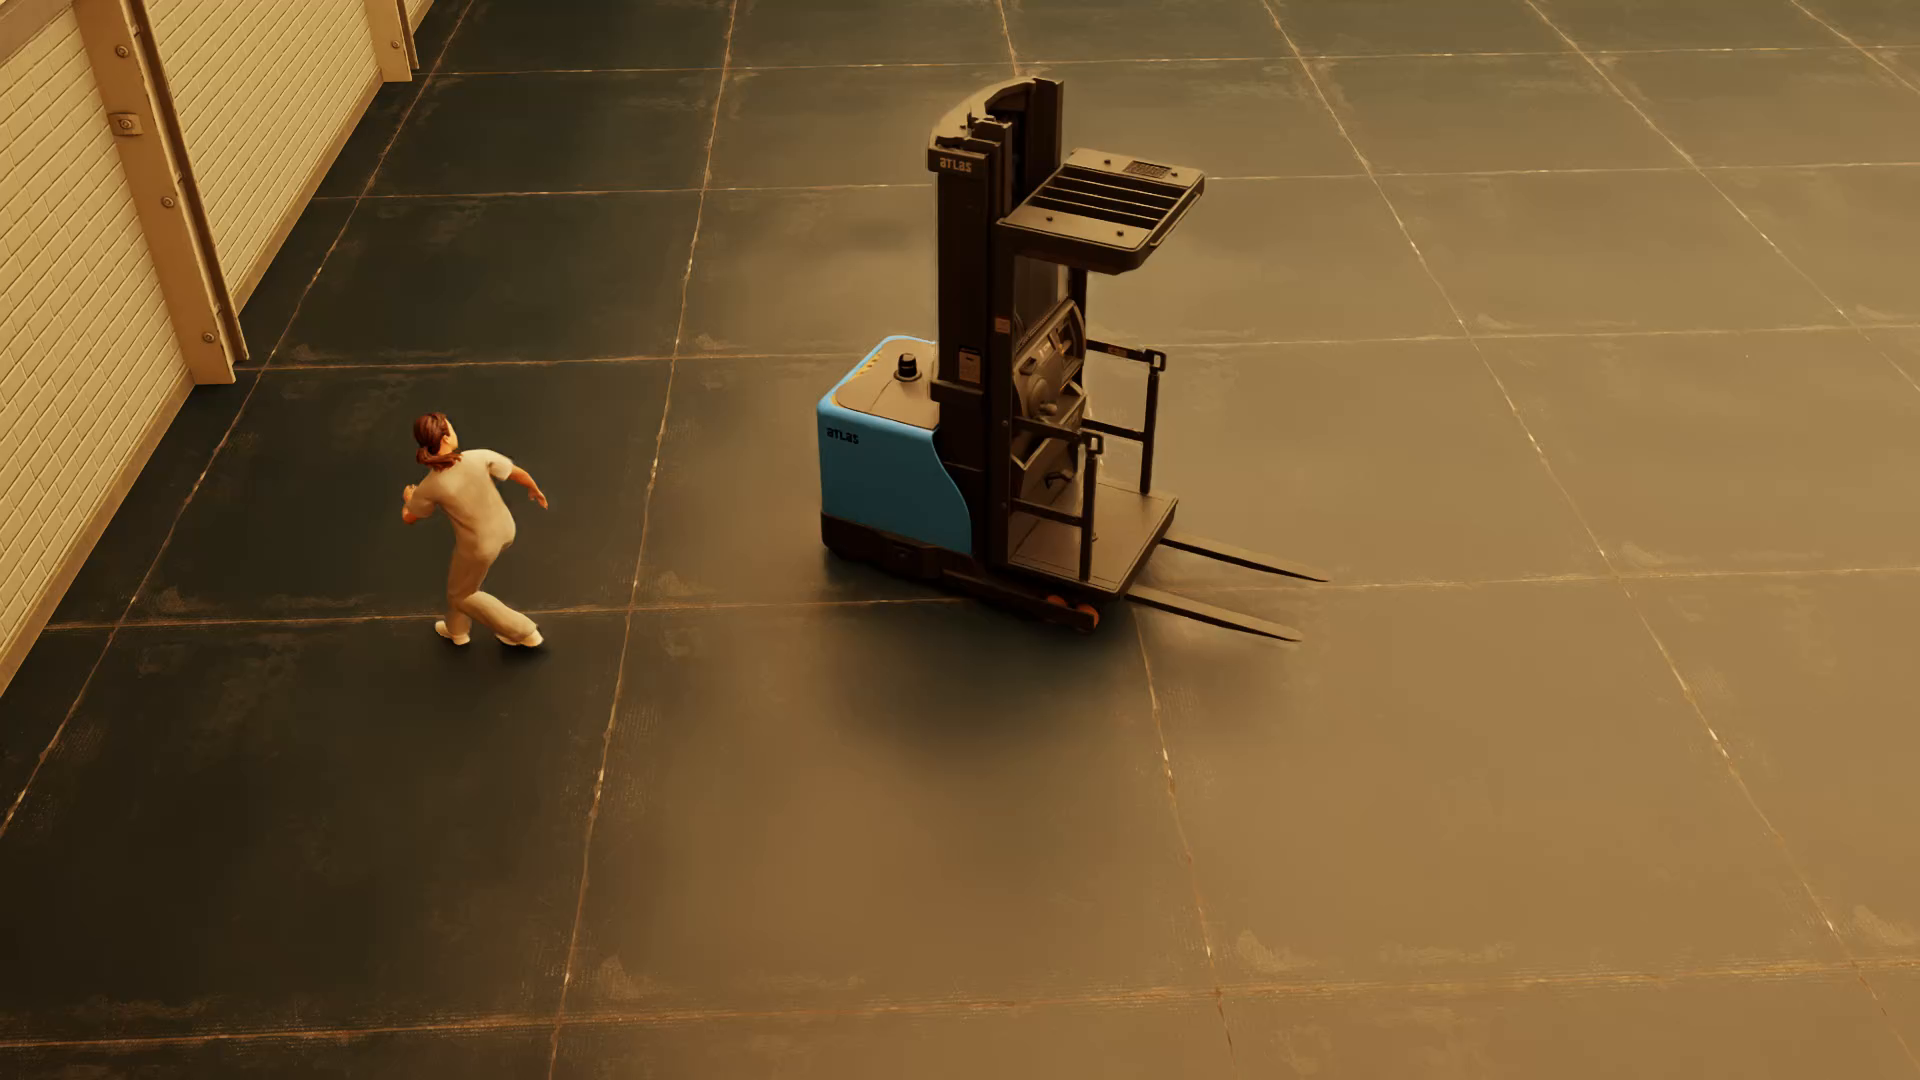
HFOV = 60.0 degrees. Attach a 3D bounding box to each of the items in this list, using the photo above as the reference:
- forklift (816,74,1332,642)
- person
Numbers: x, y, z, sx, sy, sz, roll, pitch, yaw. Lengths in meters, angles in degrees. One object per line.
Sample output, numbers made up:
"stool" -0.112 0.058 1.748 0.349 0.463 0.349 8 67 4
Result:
"forklift" 0.691 -0.999 9.382 3.031 2.935 1.130 16 39 20
"person" -2.724 -0.092 9.339 0.795 1.549 0.734 21 41 27
